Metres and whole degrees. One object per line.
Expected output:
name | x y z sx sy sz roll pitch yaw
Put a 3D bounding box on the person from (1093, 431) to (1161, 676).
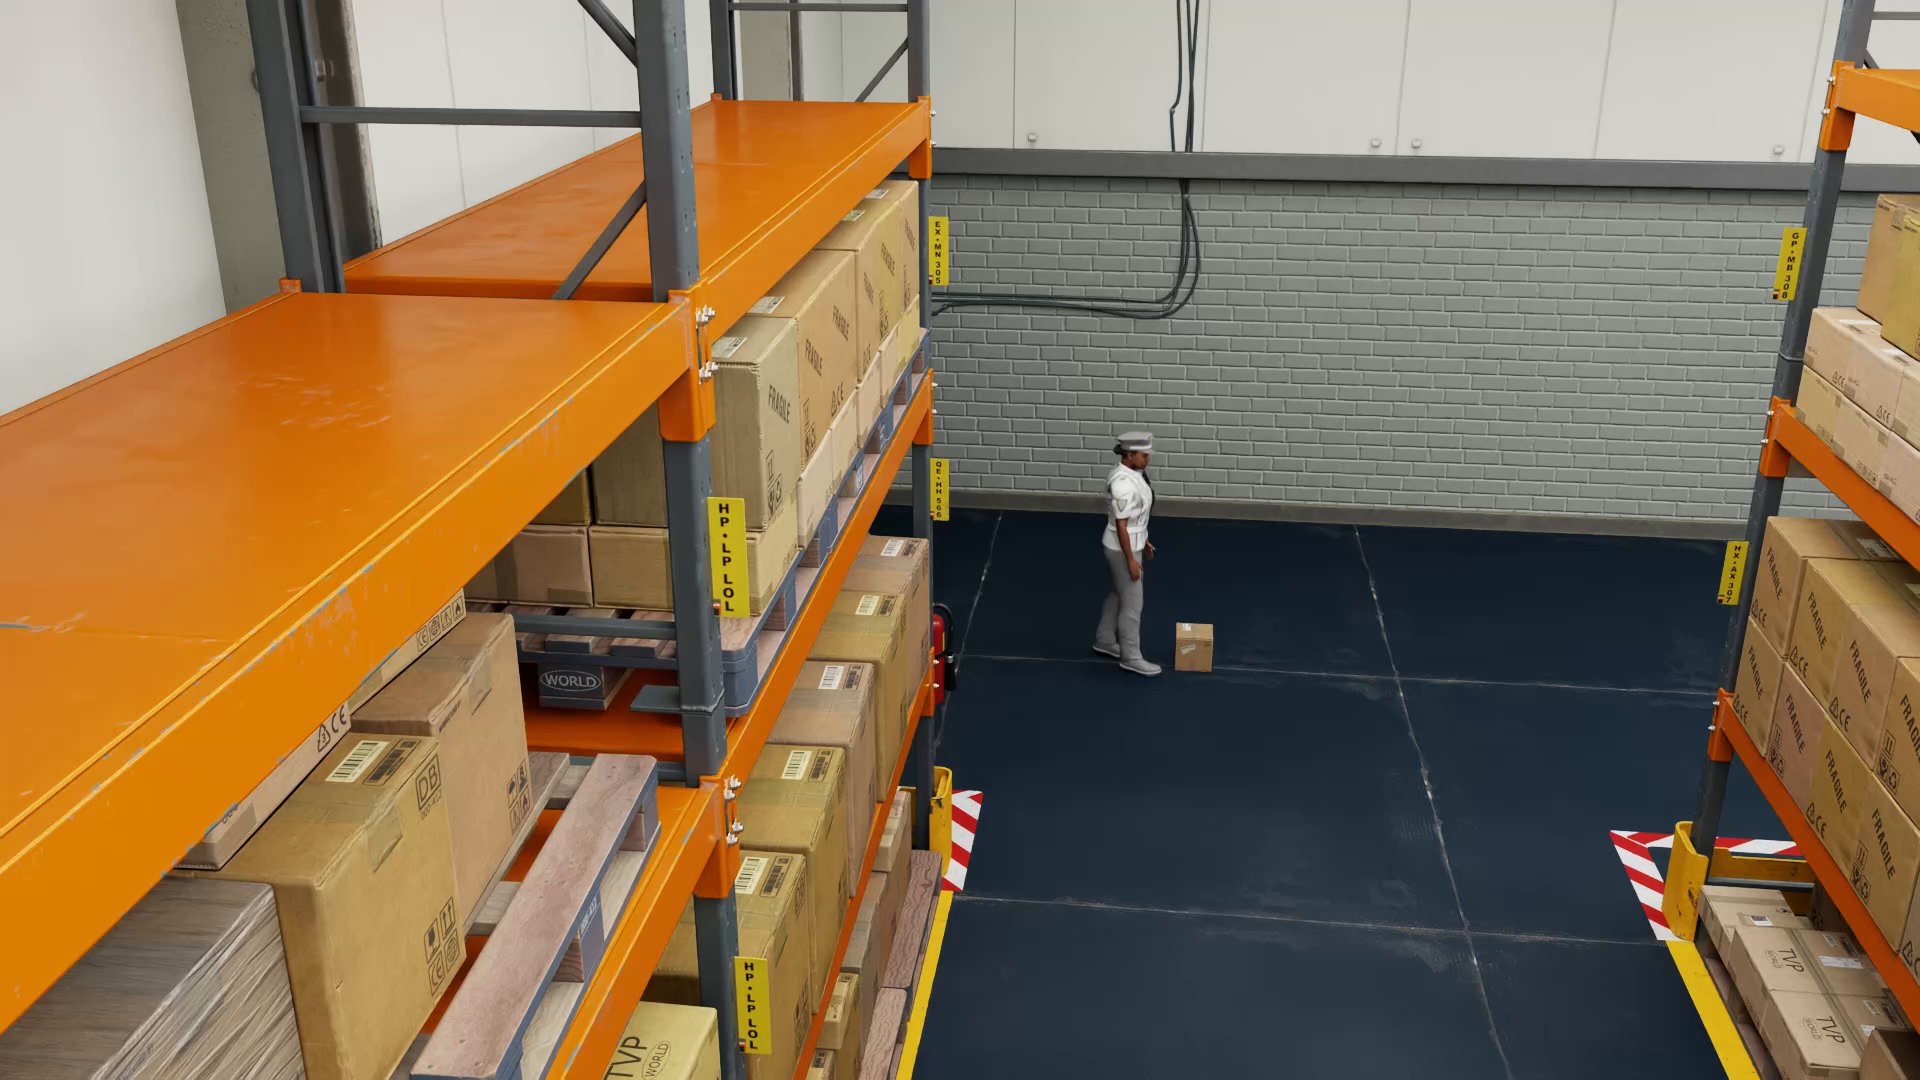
person | 1.165 0.068 11.280 0.505 1.668 0.463 5 22 12
